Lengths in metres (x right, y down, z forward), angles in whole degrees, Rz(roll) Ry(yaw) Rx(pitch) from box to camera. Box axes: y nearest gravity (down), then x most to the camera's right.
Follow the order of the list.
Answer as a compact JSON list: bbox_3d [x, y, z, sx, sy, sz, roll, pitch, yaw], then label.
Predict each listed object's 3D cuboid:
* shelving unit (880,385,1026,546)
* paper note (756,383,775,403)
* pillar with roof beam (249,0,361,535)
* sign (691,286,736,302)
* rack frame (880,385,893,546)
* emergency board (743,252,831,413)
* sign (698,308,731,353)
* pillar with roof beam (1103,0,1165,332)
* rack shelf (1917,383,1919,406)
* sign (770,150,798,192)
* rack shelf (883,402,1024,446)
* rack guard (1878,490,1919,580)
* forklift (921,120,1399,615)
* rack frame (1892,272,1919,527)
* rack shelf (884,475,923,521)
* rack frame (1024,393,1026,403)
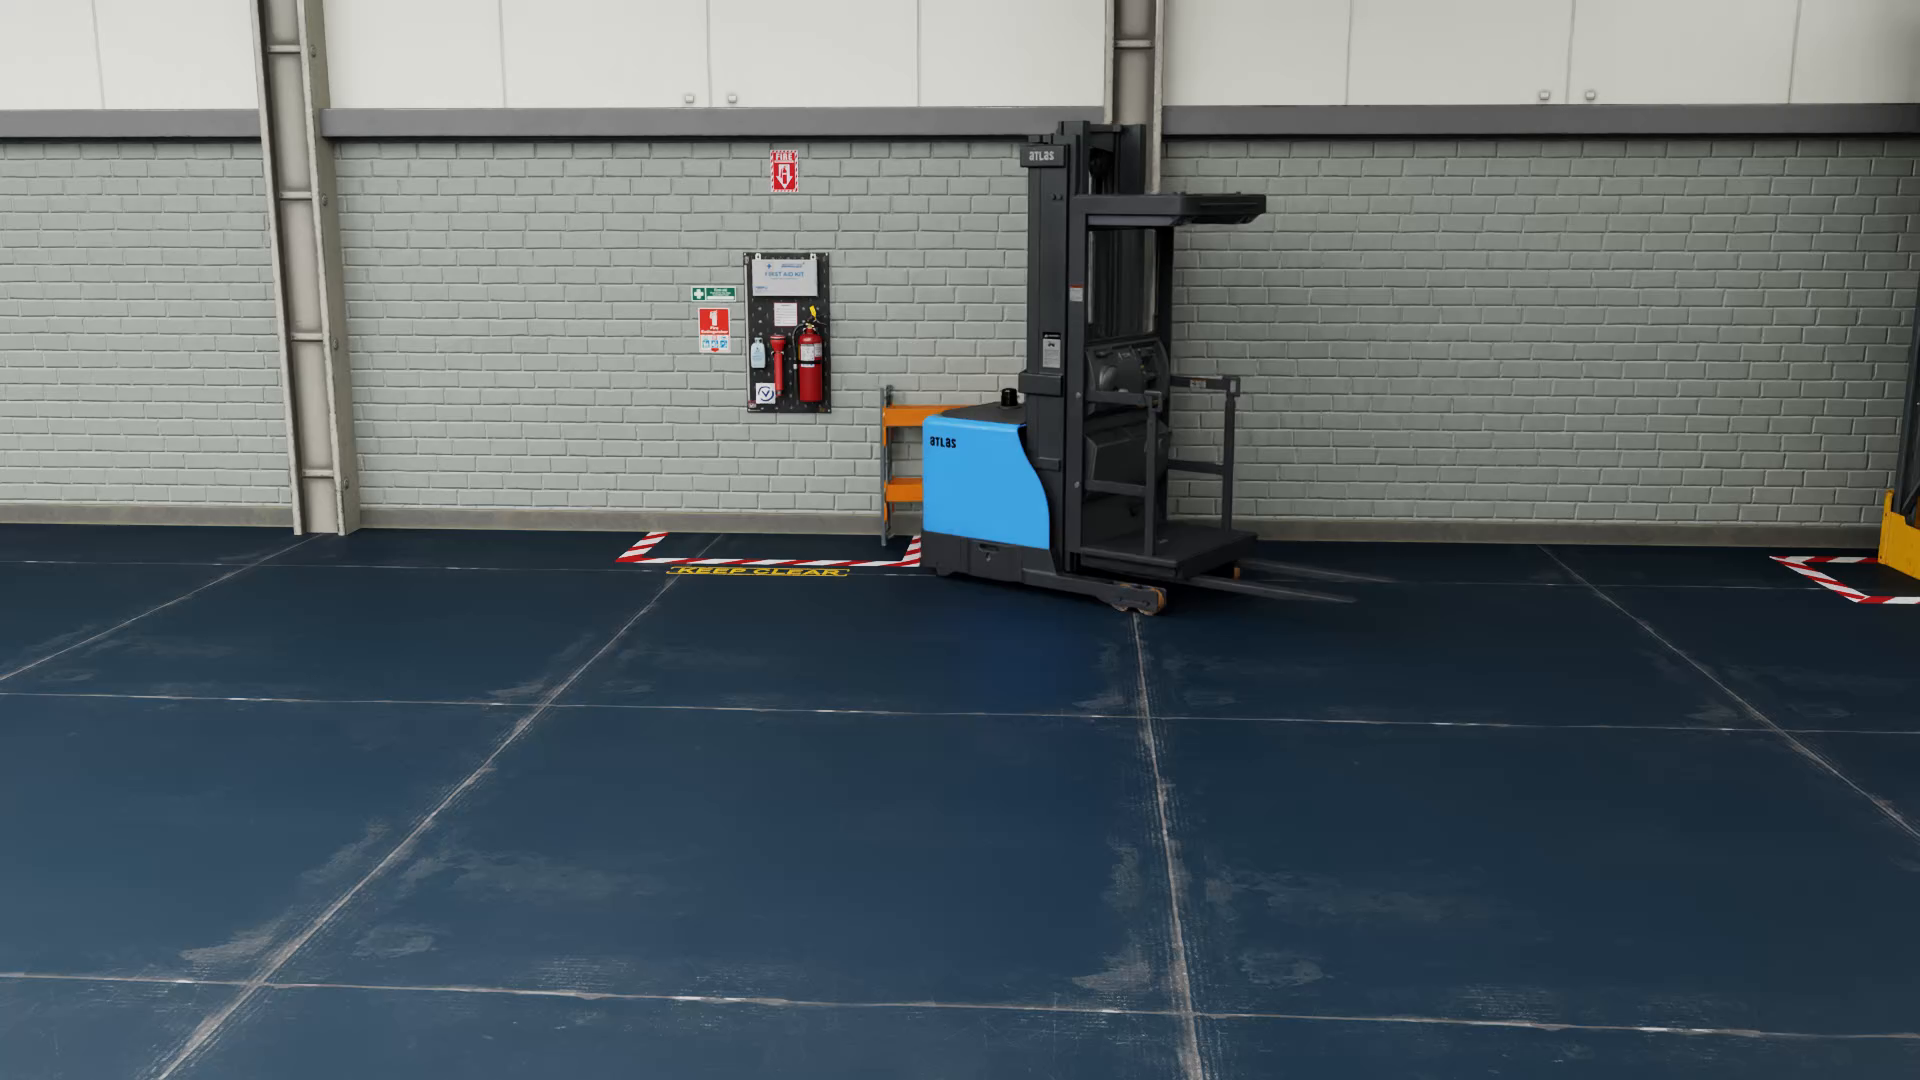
[{"bbox_3d":[-0.027,-0.549,12.022,1.048,1.125,0.538,0,8,3],"label":"shelving unit"},{"bbox_3d":[-1.435,-1.083,12.271,0.142,0.148,0.016,1,12,4],"label":"paper note"},{"bbox_3d":[-5.074,-3.595,7.477,0.400,9.000,9.100,1,12,4],"label":"pillar with roof beam"},{"bbox_3d":[-1.803,-1.801,12.172,0.331,0.109,0.001,1,12,4],"label":"sign"},{"bbox_3d":[-0.534,-0.550,12.051,0.032,1.125,0.500,0,8,3],"label":"rack frame"},{"bbox_3d":[-1.263,-1.498,12.102,0.643,1.169,0.194,1,12,4],"label":"emergency board"},{"bbox_3d":[-1.807,-1.544,12.235,0.234,0.329,0.001,1,12,4],"label":"sign"},{"bbox_3d":[0.913,-3.513,7.084,0.400,9.000,9.100,1,12,4],"label":"pillar with roof beam"},{"bbox_3d":[8.427,-0.827,10.654,4.000,0.370,1.077,1,12,4],"label":"rack shelf"},{"bbox_3d":[-1.264,-2.653,11.962,0.199,0.298,0.001,1,12,4],"label":"sign"},{"bbox_3d":[-0.029,-0.839,11.982,1.000,0.278,0.538,0,8,3],"label":"rack shelf"},{"bbox_3d":[6.507,0.018,10.962,0.348,0.500,1.175,1,12,4],"label":"rack guard"},{"bbox_3d":[1.226,-1.100,10.369,3.031,2.935,1.130,9,15,36],"label":"forklift"},{"bbox_3d":[6.431,-1.207,10.711,0.127,3.000,1.000,1,12,4],"label":"rack frame"},{"bbox_3d":[-0.025,-0.307,12.055,1.000,0.278,0.538,0,8,3],"label":"rack shelf"},{"bbox_3d":[0.481,-0.549,11.993,0.032,1.125,0.500,0,8,3],"label":"rack frame"}]
